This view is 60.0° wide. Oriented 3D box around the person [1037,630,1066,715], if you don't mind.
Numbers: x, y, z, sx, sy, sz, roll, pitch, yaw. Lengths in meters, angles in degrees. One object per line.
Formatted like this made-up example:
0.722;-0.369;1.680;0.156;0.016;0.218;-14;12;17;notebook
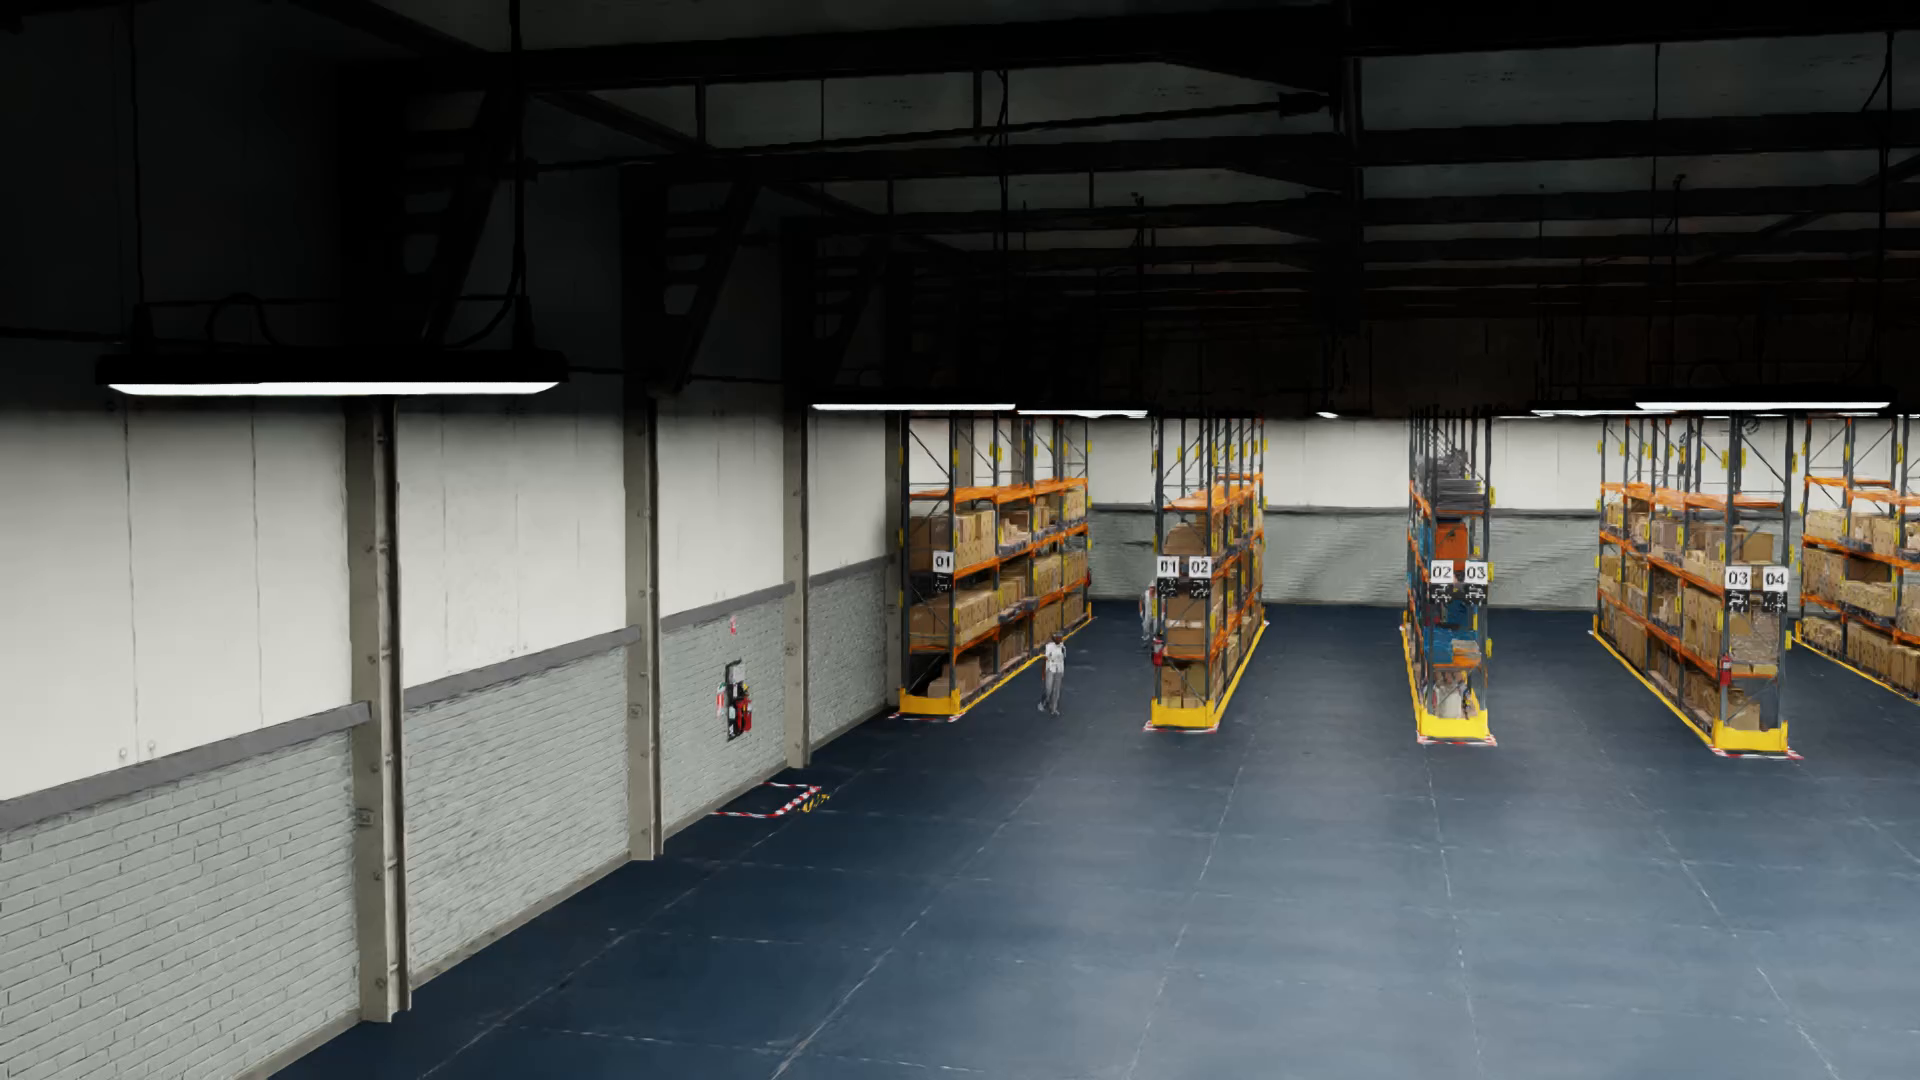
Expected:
1.793;2.567;32.459;0.518;1.667;0.526;-2;4;-24;person

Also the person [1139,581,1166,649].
4.797;1.883;41.538;0.677;1.742;0.552;1;4;12;person
